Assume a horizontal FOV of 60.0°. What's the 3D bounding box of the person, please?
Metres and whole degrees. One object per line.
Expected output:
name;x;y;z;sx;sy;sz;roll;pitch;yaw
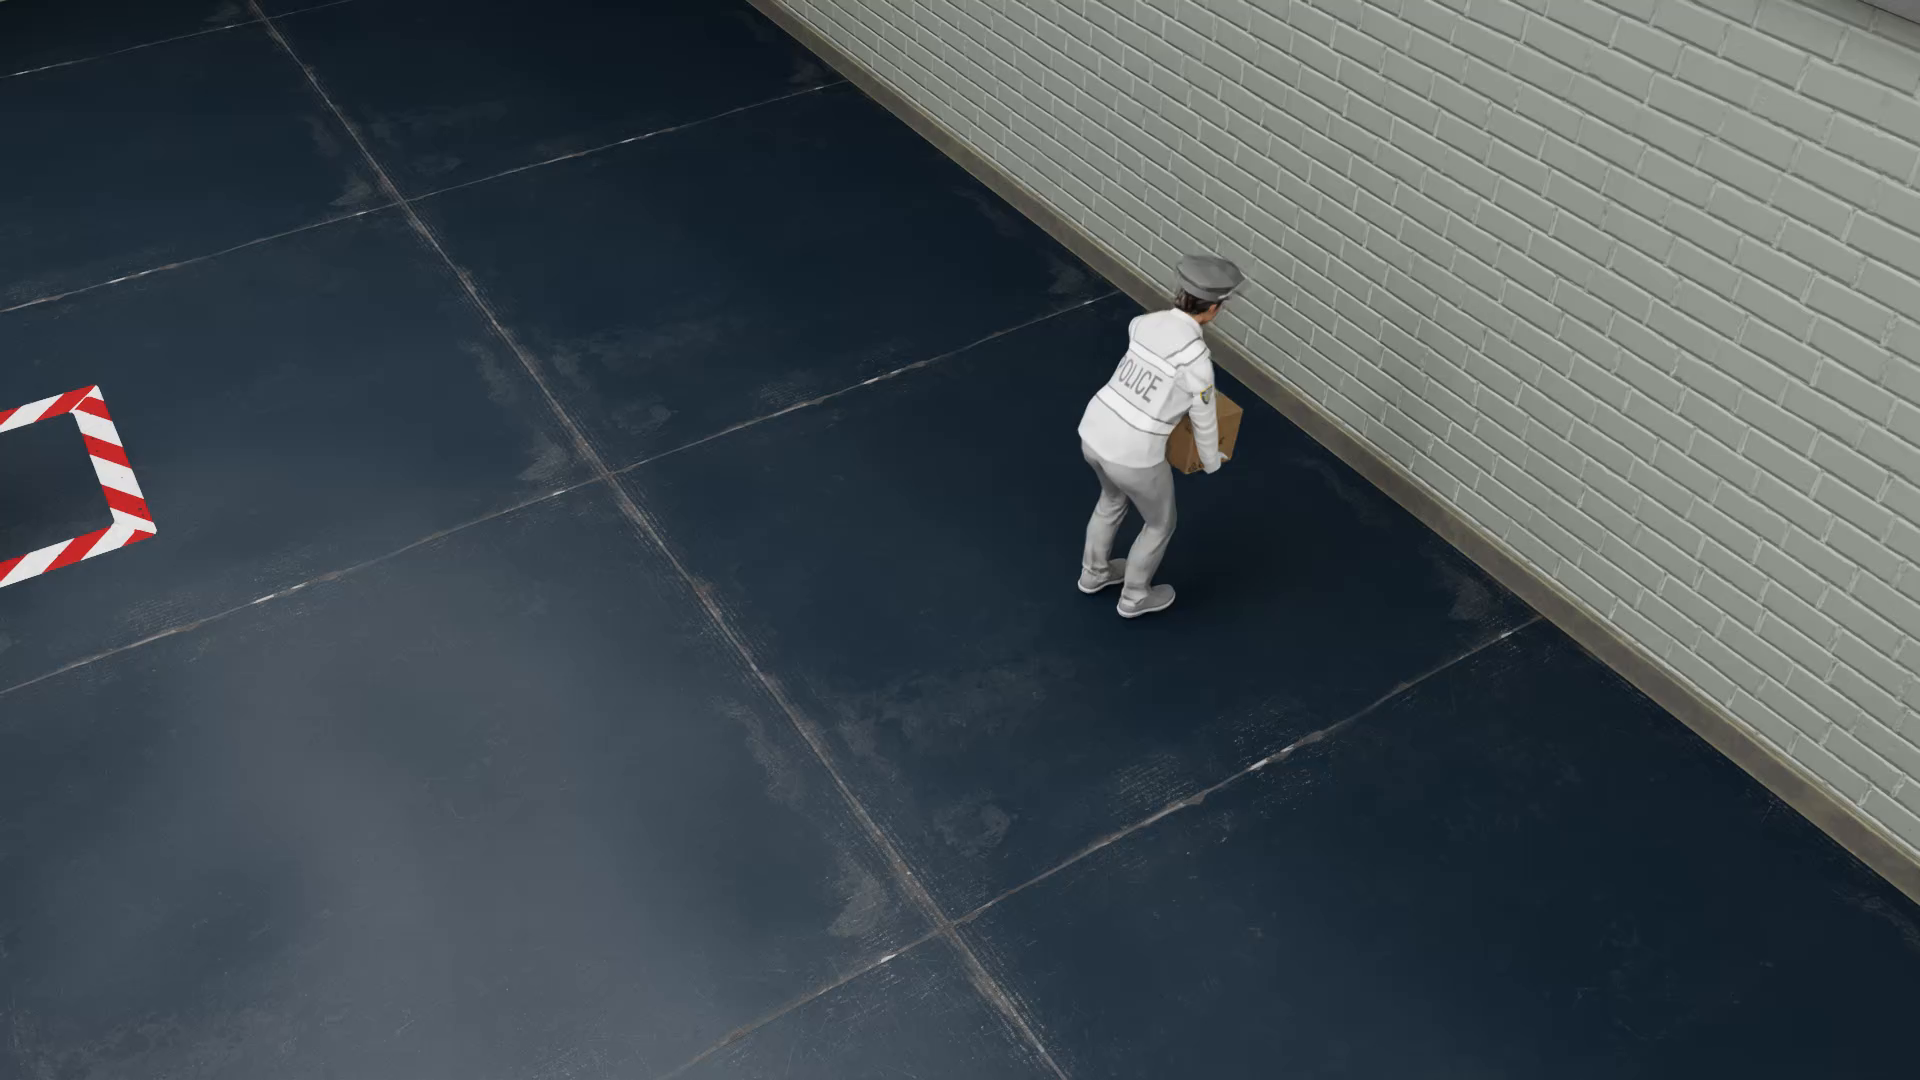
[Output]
person;0.779;-0.386;6.693;0.648;1.552;0.411;-24;46;-25
